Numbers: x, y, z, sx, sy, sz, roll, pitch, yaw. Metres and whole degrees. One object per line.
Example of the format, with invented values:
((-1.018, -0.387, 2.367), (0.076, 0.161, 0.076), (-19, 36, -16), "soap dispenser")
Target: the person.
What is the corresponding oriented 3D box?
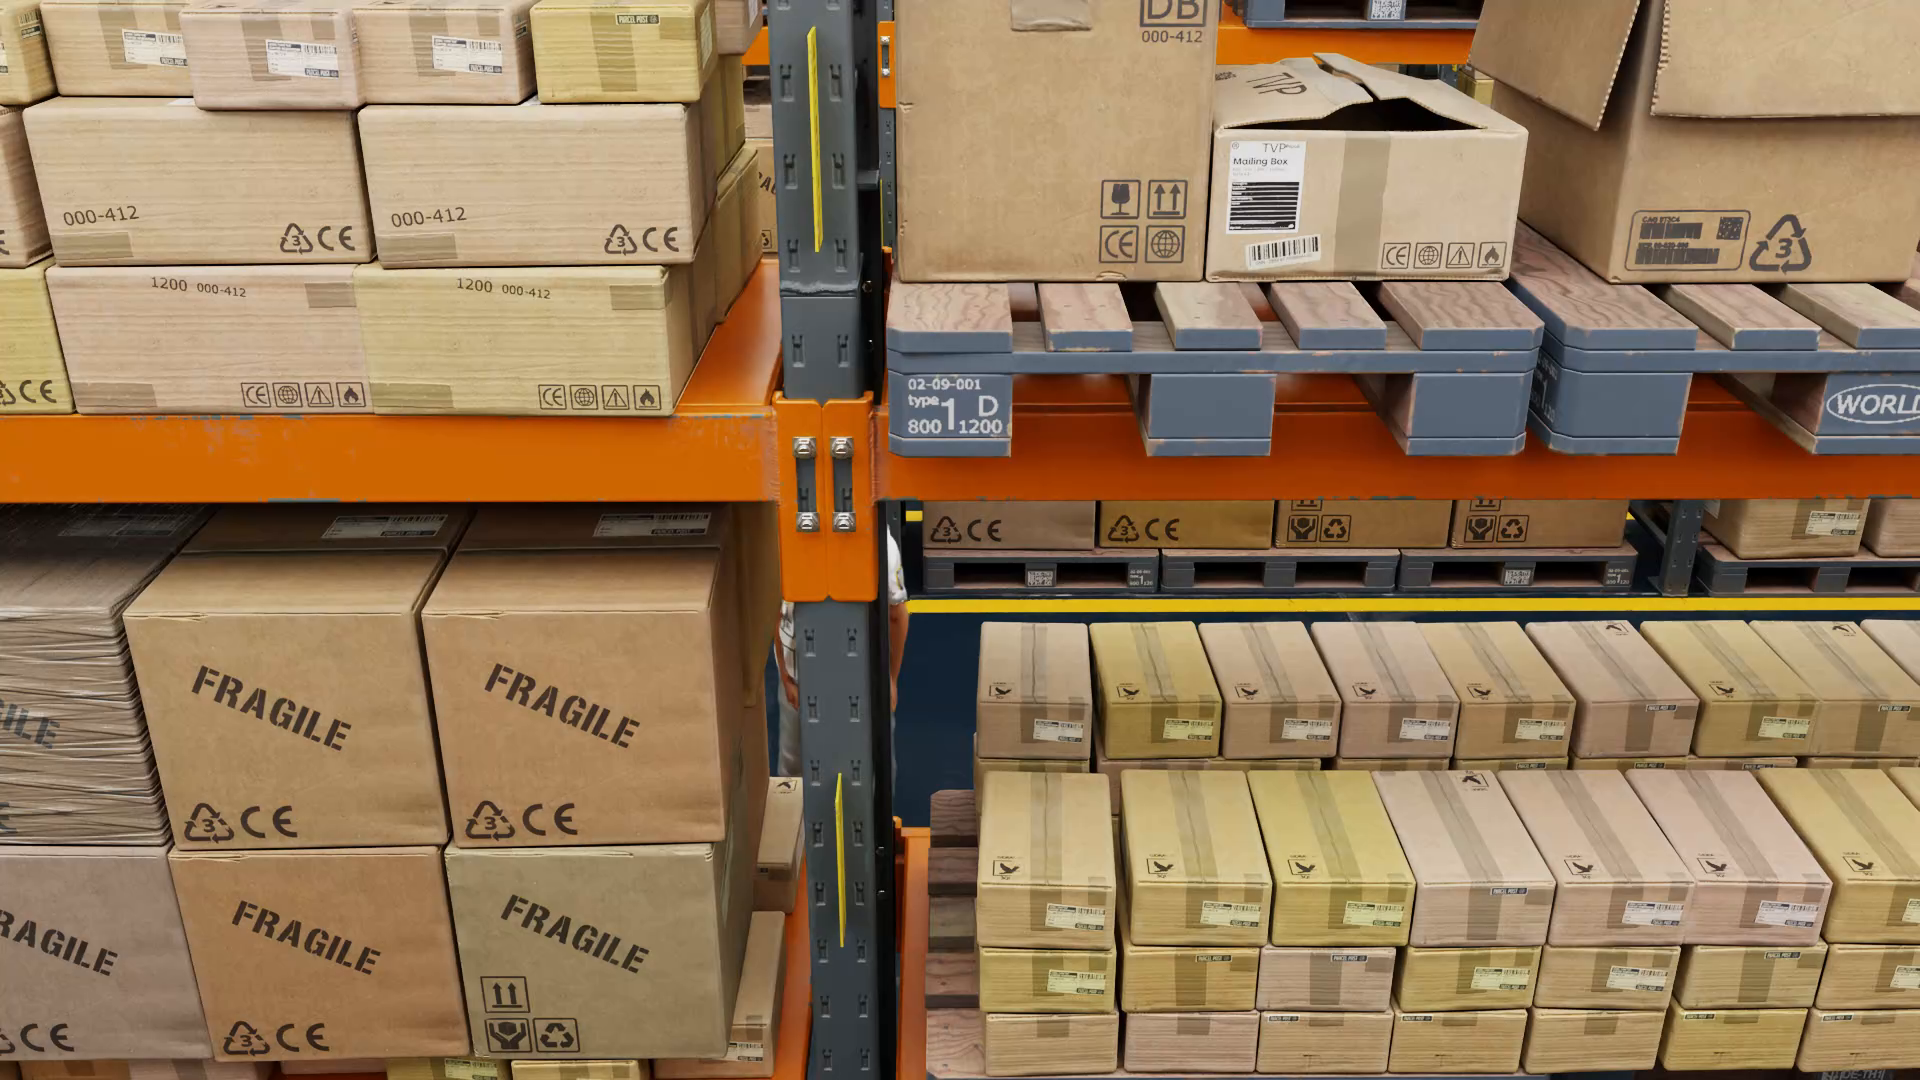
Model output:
((-0.431, 0.507, 6.048), (0.496, 1.620, 0.479), (0, 24, 1), "person")
